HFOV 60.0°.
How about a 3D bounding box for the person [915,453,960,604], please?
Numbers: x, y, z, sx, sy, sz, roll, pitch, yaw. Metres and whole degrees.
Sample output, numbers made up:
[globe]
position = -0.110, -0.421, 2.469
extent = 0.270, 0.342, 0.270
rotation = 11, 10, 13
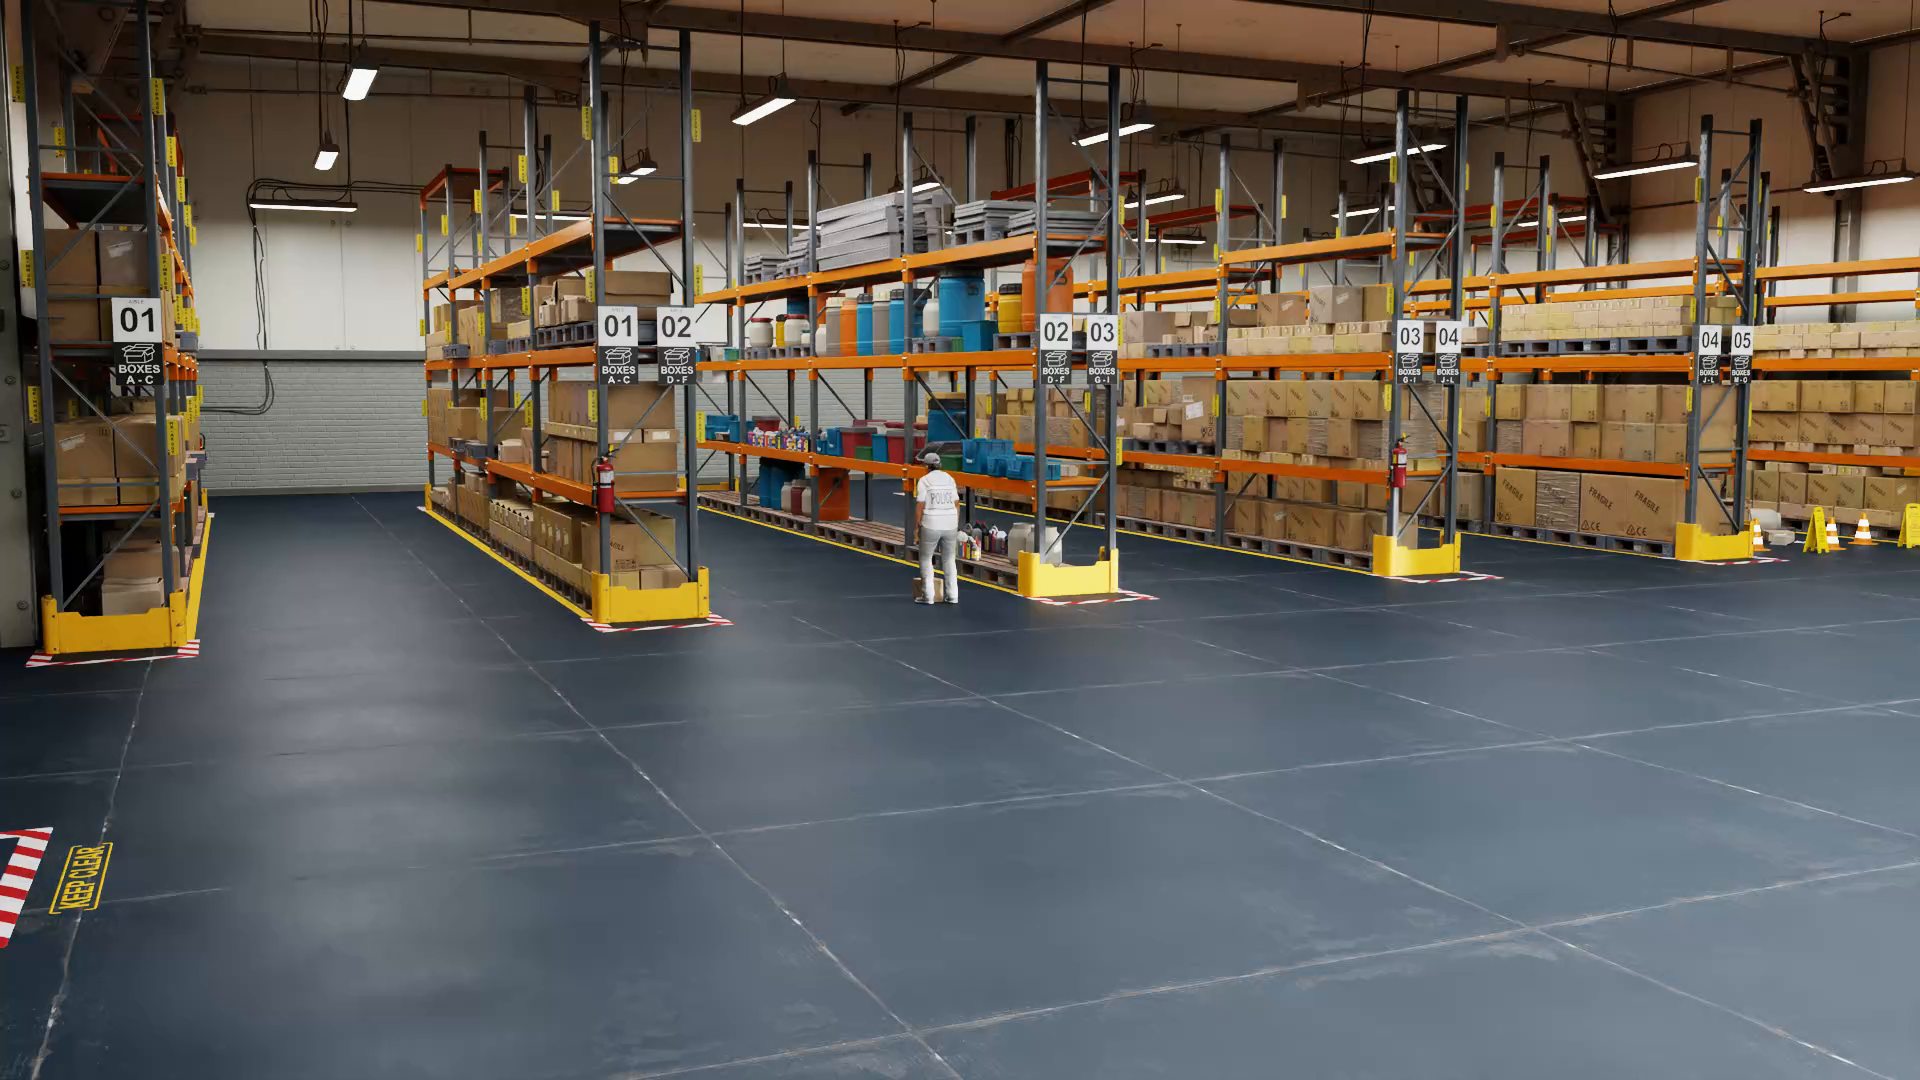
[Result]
[person]
position = -0.256, -0.127, 18.291
extent = 0.537, 1.665, 0.468
rotation = -3, 6, -25
